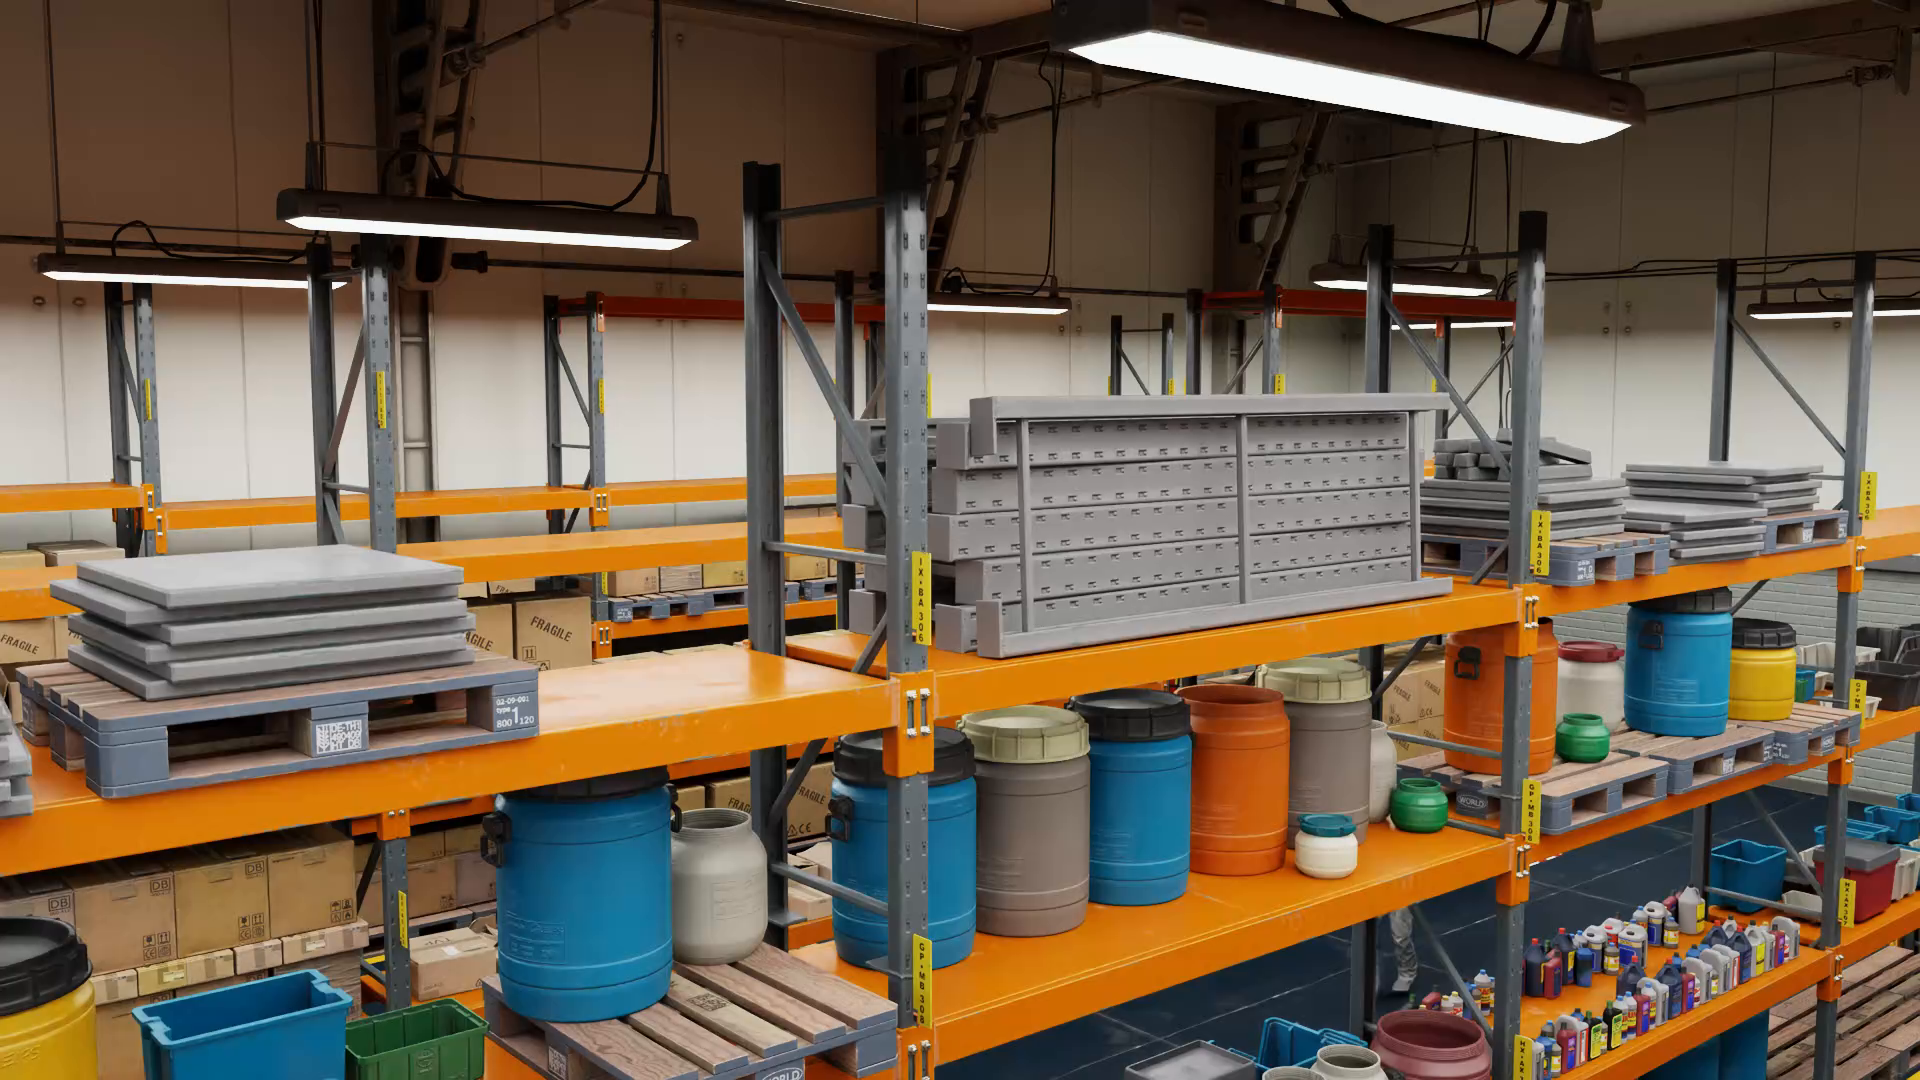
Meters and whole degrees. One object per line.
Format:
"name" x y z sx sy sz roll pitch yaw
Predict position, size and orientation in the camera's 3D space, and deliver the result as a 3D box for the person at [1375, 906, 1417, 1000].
"person" 3.542 2.958 13.780 0.663 1.831 0.758 4 7 36
